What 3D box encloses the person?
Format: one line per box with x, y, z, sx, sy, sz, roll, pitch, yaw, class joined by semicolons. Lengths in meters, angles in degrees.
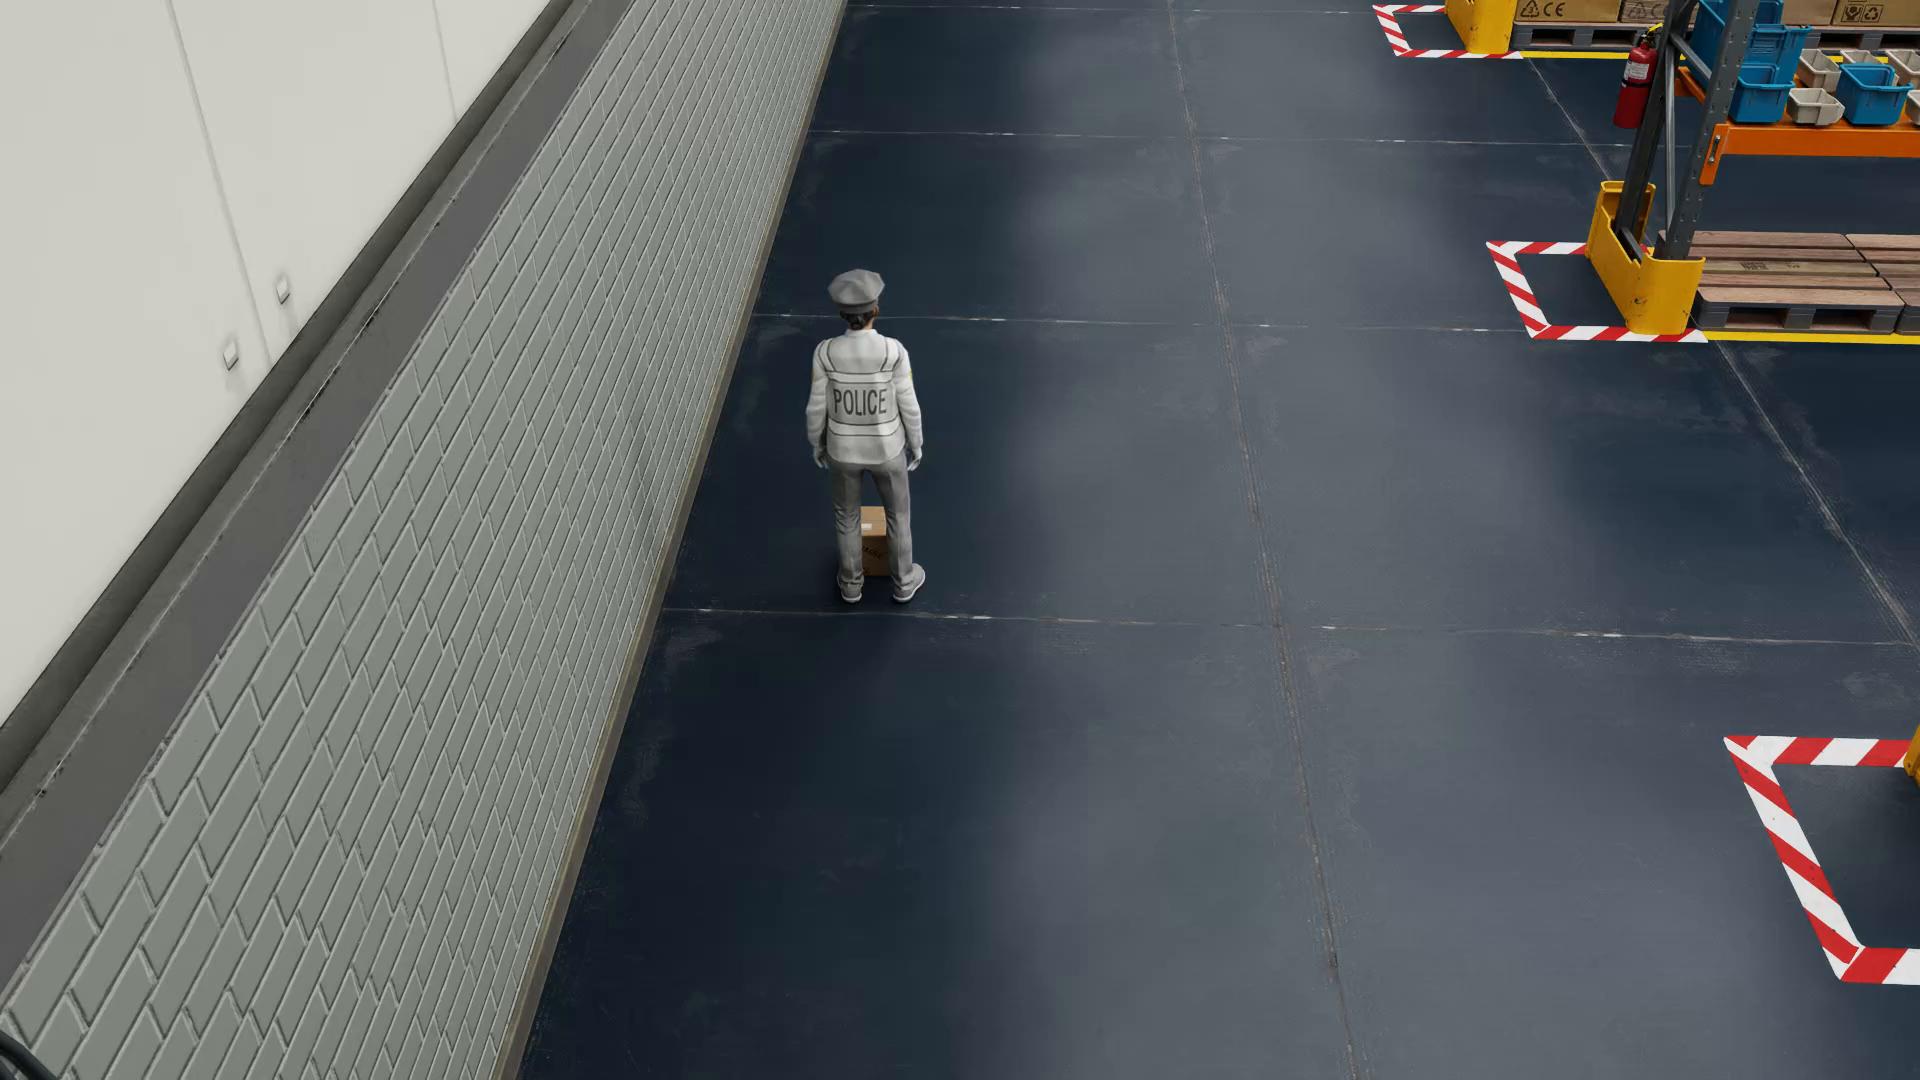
-0.435;-0.427;7.702;0.528;1.663;0.374;1;36;2;person
